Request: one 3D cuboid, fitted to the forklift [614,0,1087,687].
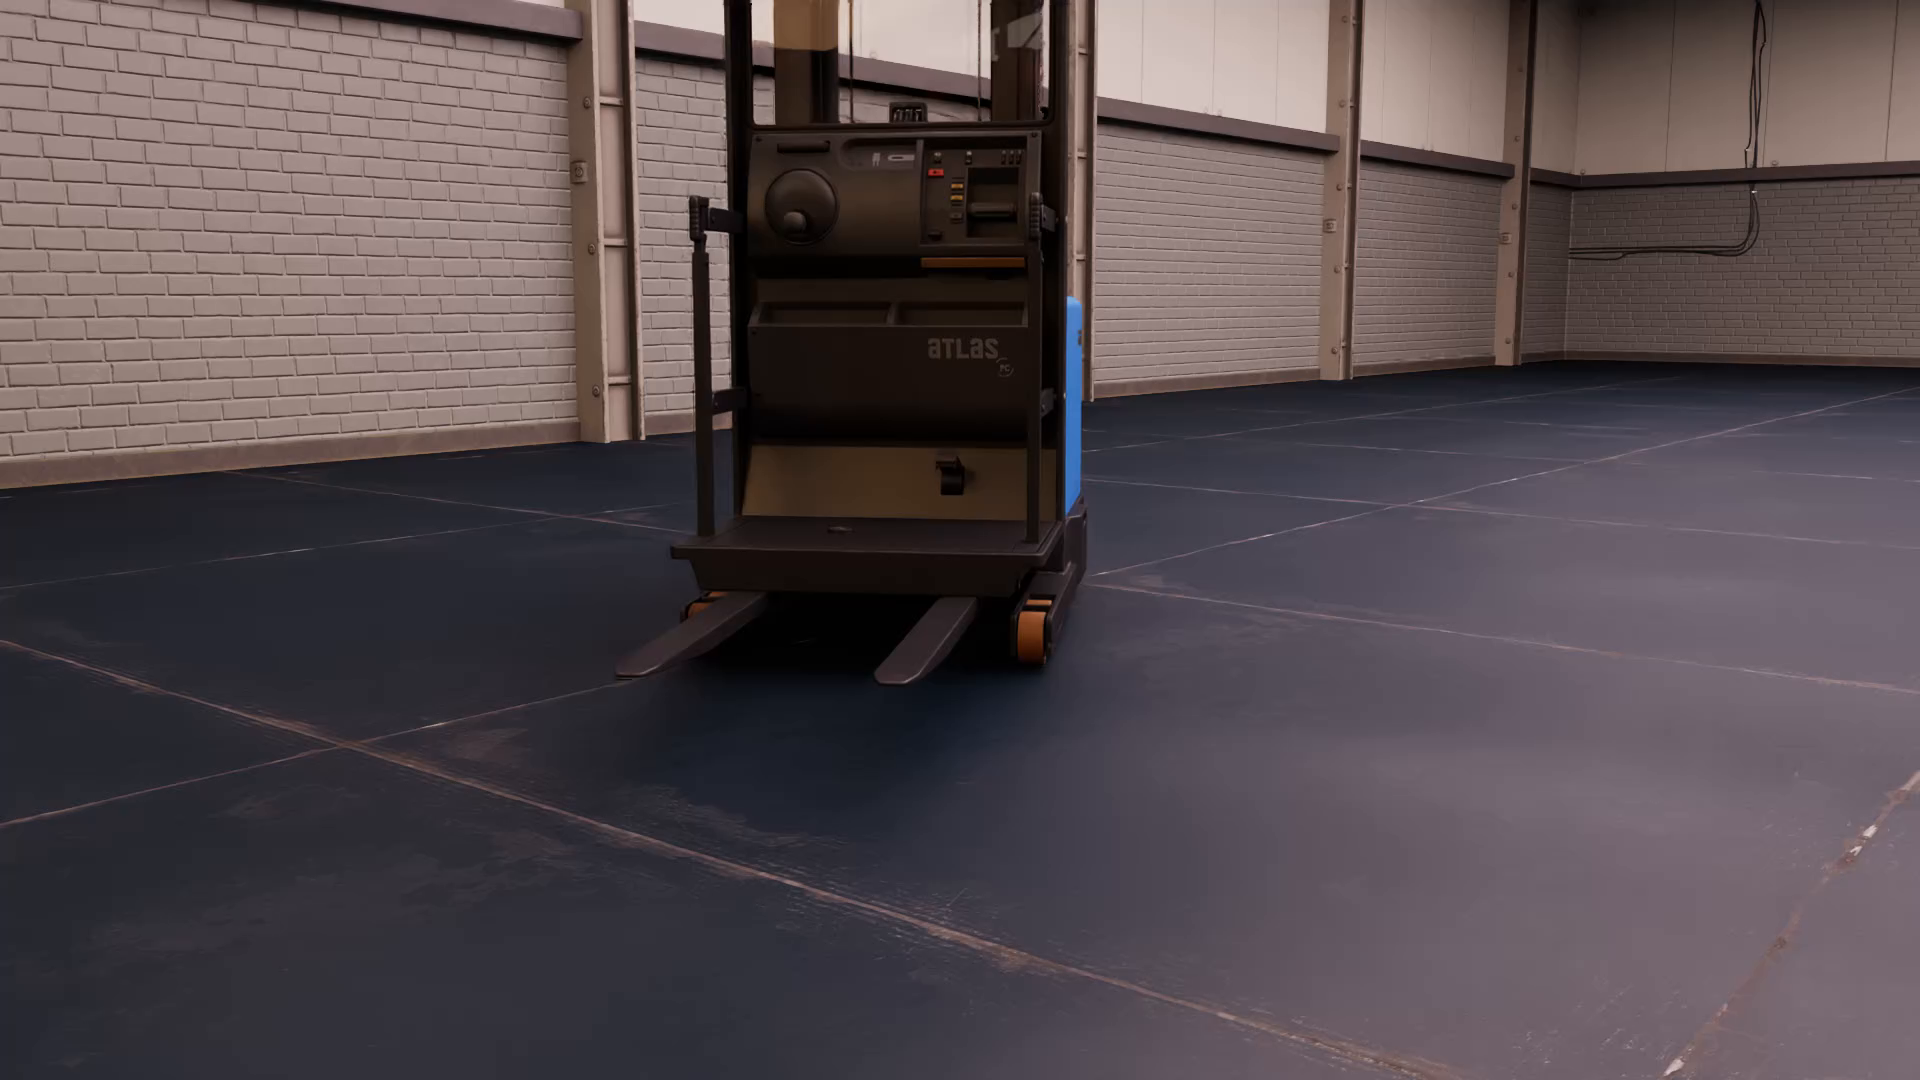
[{"bbox_3d":[-0.237,-1.134,5.035,1.130,2.935,3.031,1,8,8],"label":"forklift"}]
